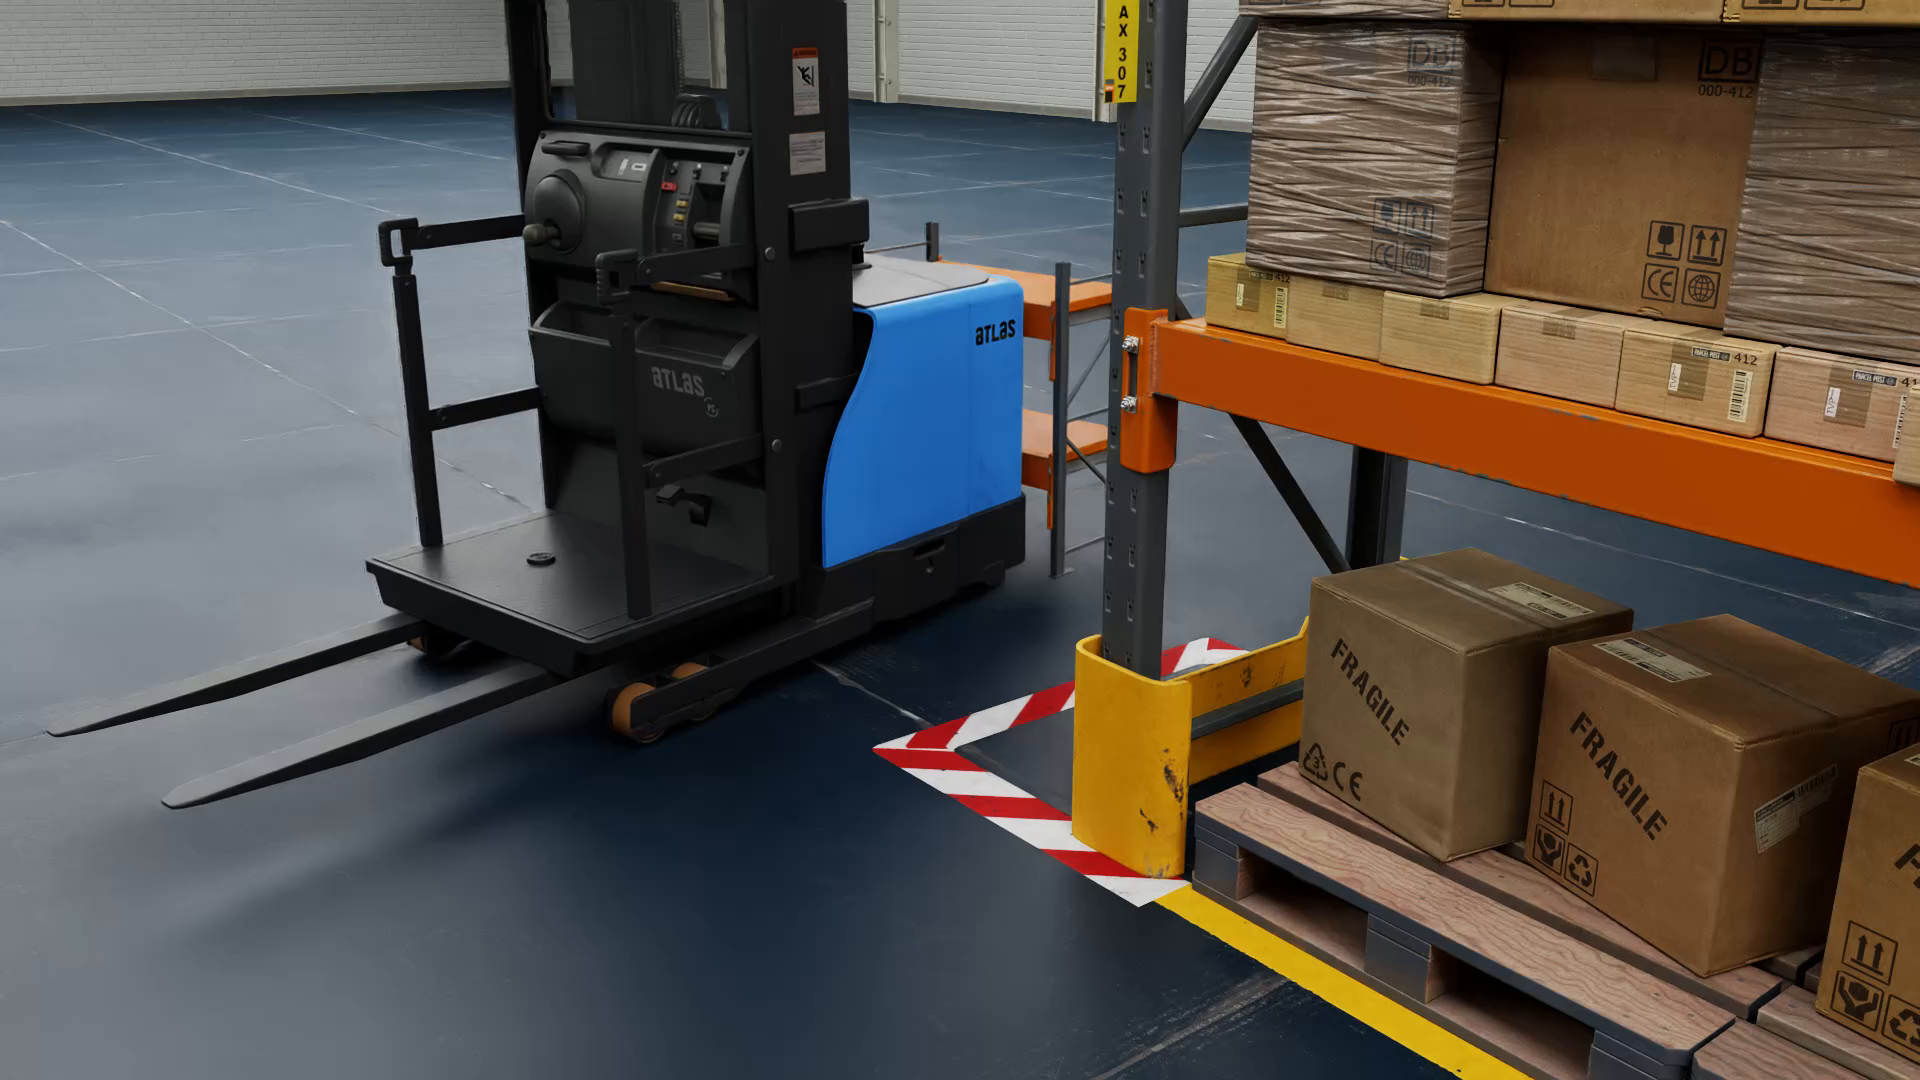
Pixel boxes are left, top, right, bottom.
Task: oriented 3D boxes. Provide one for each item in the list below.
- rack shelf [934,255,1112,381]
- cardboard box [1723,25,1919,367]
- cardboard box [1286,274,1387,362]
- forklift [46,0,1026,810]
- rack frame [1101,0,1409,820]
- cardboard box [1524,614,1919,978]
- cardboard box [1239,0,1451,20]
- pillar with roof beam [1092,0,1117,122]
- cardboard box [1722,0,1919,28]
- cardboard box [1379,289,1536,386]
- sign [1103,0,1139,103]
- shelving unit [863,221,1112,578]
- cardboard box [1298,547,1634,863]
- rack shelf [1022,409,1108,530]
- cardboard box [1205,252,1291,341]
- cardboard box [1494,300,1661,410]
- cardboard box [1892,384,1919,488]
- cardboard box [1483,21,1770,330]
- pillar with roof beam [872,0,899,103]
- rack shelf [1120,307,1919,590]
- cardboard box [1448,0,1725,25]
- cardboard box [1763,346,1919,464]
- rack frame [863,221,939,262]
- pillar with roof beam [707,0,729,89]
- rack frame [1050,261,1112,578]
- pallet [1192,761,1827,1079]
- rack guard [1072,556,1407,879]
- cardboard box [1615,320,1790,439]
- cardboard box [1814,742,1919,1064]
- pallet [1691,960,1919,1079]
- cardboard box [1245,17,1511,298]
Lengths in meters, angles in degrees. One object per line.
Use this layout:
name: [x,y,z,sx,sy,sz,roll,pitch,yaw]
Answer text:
rack shelf: [0.119,-0.842,6.185,1.000,0.278,0.538,16,24,39]
cardboard box: [1.772,-0.604,2.782,0.875,0.500,0.500,-14,23,-36]
cardboard box: [0.901,-0.486,3.458,0.380,0.149,0.250,-14,23,-36]
forklift: [-1.093,-1.000,4.721,1.130,2.935,3.031,15,23,37]
rack frame: [0.771,-0.787,3.969,1.000,3.000,0.127,-14,23,-36]
cardboard box: [1.543,0.498,3.396,0.500,0.500,0.500,-8,20,-22]
cardboard box: [0.898,-1.262,3.179,0.500,0.500,0.500,-14,23,-36]
pillar with roof beam: [-1.019,-10.127,22.631,9.100,9.000,0.400,-14,23,-36]
cardboard box: [1.515,-1.015,2.432,0.500,0.500,0.500,-14,23,-36]
cardboard box: [1.044,-0.422,3.263,0.380,0.149,0.250,-14,23,-36]
sign: [0.345,-1.092,3.513,0.100,0.325,0.005,-14,23,-36]
shelving unit: [0.119,-0.564,6.277,1.048,1.125,0.538,16,24,39]
cardboard box: [1.145,0.357,3.821,0.500,0.500,0.500,-9,20,-26]
rack shelf: [0.119,-0.332,6.354,1.000,0.278,0.538,16,24,39]
cardboard box: [0.761,-0.551,3.656,0.380,0.149,0.250,-14,23,-36]
cardboard box: [1.216,-0.364,3.090,0.380,0.149,0.250,-14,23,-36]
cardboard box: [1.616,-0.163,2.482,0.380,0.149,0.250,-14,23,-36]
cardboard box: [1.495,-0.735,3.179,0.875,0.500,0.500,-14,23,-36]
pillar with roof beam: [-4.744,-11.606,27.096,9.100,9.000,0.400,-14,23,-36]
rack shelf: [2.012,0.047,2.593,1.077,0.370,4.000,-14,23,-36]
cardboard box: [1.203,-1.137,2.803,0.500,0.500,0.500,-14,23,-36]
cardboard box: [1.542,-0.245,2.729,0.380,0.149,0.250,-14,23,-36]
rack frame: [-0.261,-0.670,6.597,0.032,1.125,0.500,16,24,39]
pillar with roof beam: [-8.469,-13.084,31.561,9.100,9.000,0.400,-14,23,-36]
rack frame: [0.500,-0.458,5.957,0.032,1.125,0.500,16,24,39]
pallet: [1.294,0.762,3.725,1.003,0.211,1.213,-14,23,-36]
rack guard: [0.818,0.418,4.305,1.175,0.500,0.348,-14,23,-36]
cardboard box: [1.365,-0.301,2.899,0.380,0.149,0.250,-14,23,-36]
cardboard box: [1.917,0.656,2.919,0.500,0.500,0.500,-12,22,-31]
pallet: [2.048,1.063,2.818,1.003,0.211,1.213,-14,23,-36]
cardboard box: [1.090,-0.835,3.481,0.875,0.500,0.500,-14,23,-36]
